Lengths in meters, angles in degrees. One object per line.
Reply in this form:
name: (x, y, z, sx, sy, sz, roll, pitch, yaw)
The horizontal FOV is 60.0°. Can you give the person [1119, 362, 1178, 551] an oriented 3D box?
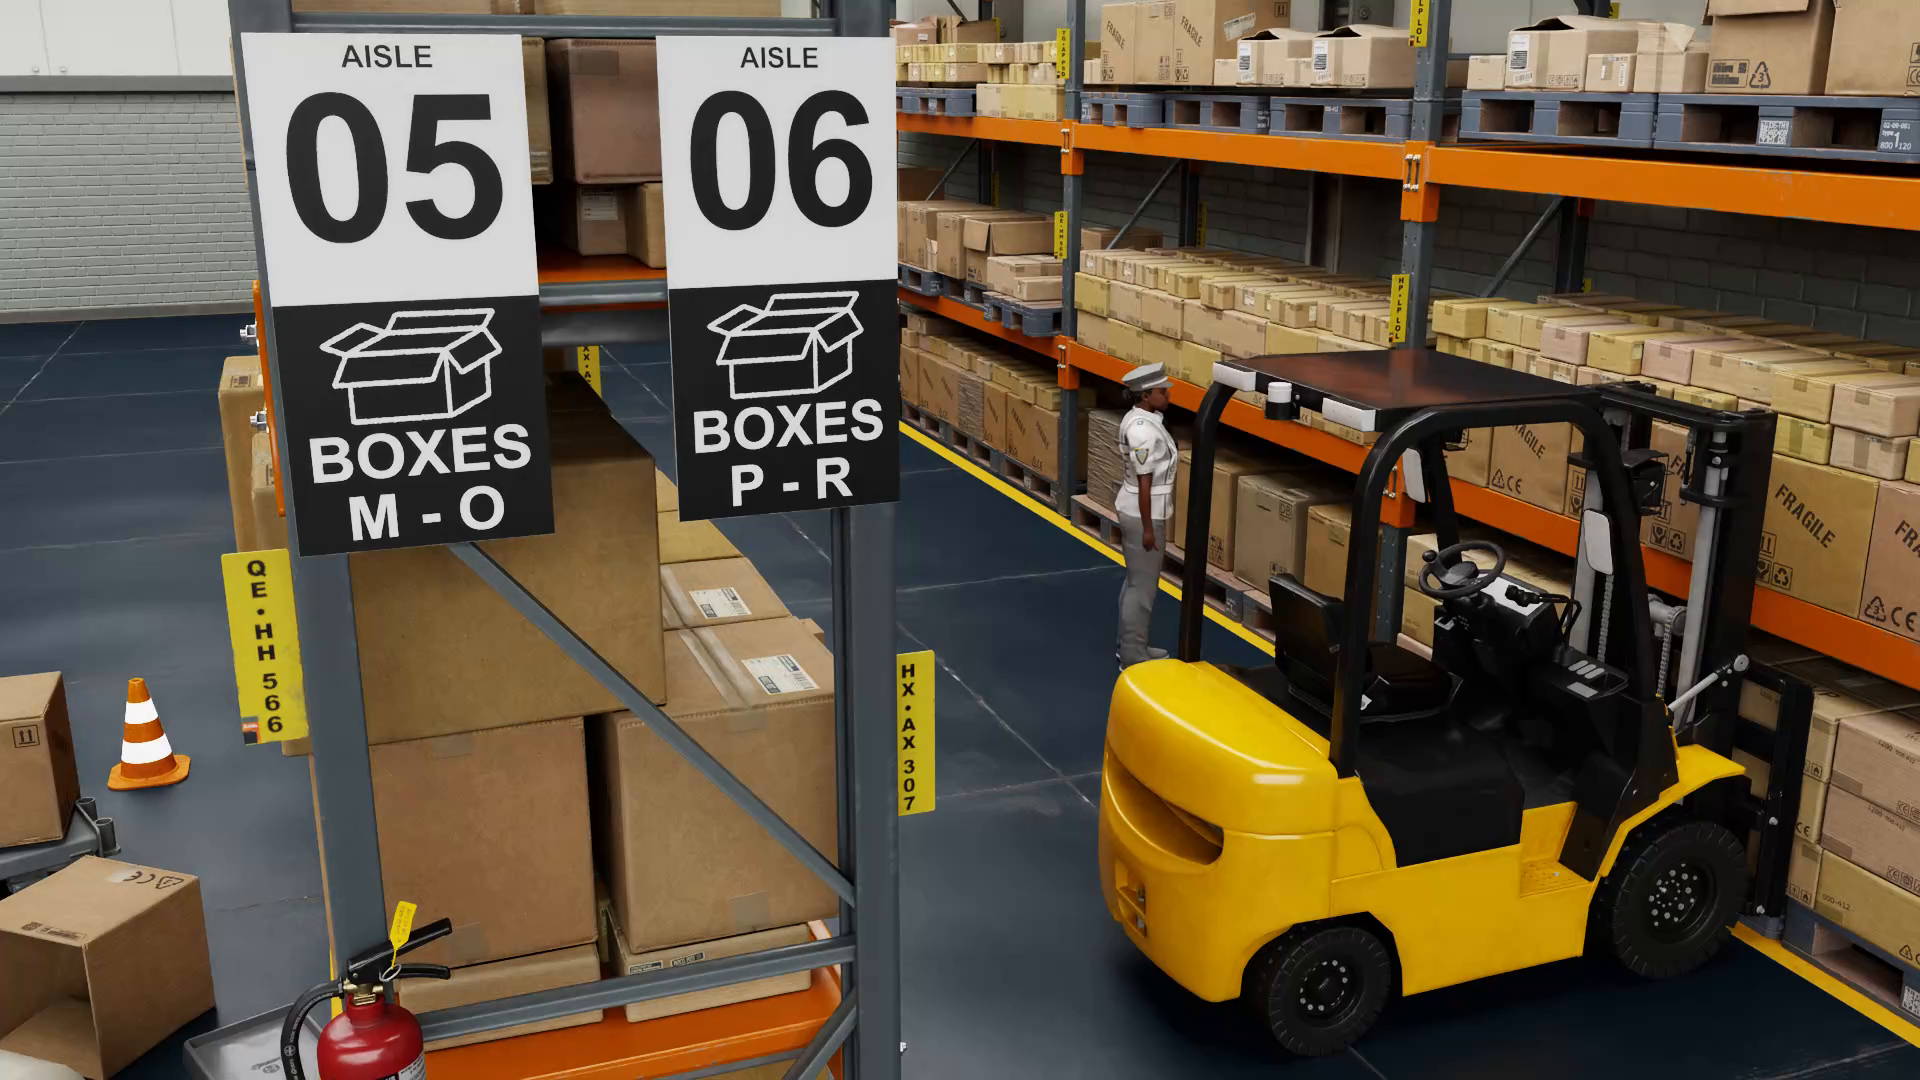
person: (0.993, -0.460, 8.800, 0.307, 0.982, 0.435, 1, 16, 2)
